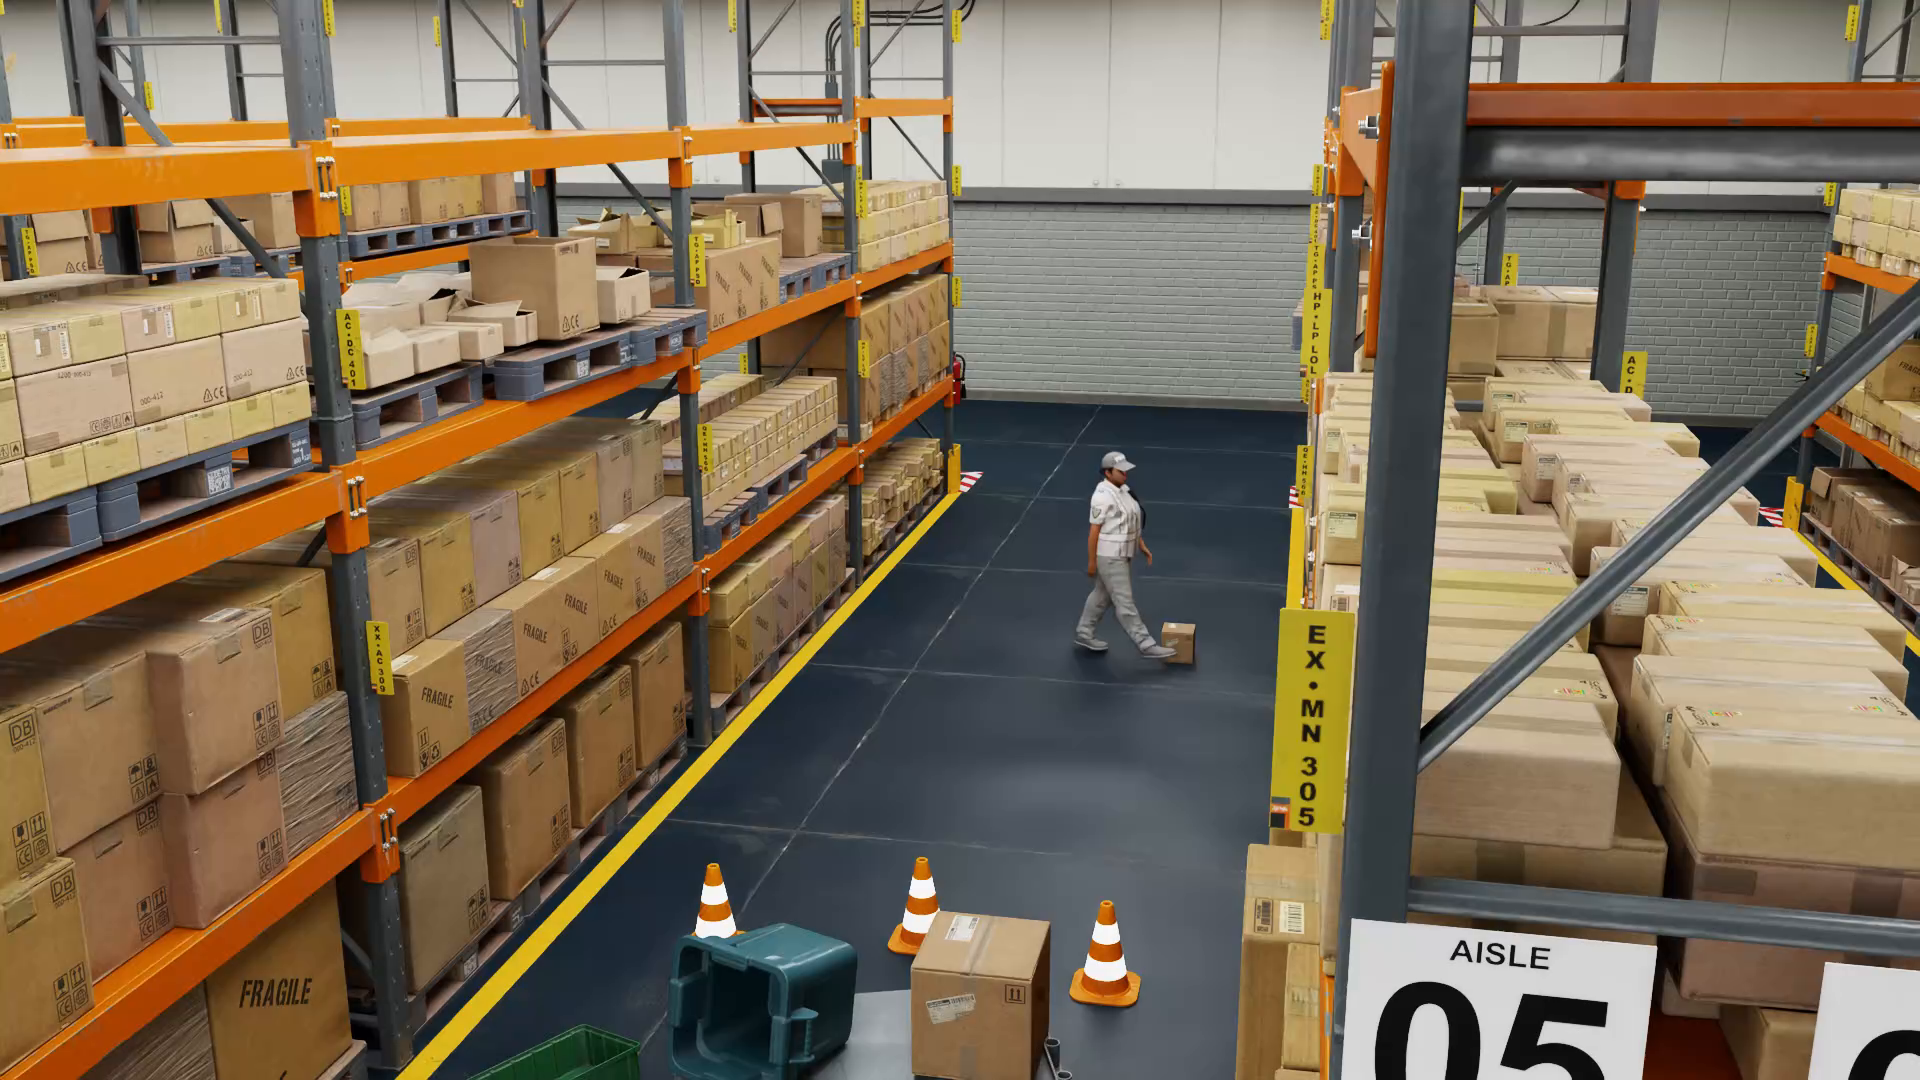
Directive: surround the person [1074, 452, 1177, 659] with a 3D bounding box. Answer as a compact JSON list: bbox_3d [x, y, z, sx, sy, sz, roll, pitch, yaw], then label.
[{"bbox_3d":[1.327,0.119,13.013,0.926,1.626,0.485,7,16,23],"label":"person"}]
